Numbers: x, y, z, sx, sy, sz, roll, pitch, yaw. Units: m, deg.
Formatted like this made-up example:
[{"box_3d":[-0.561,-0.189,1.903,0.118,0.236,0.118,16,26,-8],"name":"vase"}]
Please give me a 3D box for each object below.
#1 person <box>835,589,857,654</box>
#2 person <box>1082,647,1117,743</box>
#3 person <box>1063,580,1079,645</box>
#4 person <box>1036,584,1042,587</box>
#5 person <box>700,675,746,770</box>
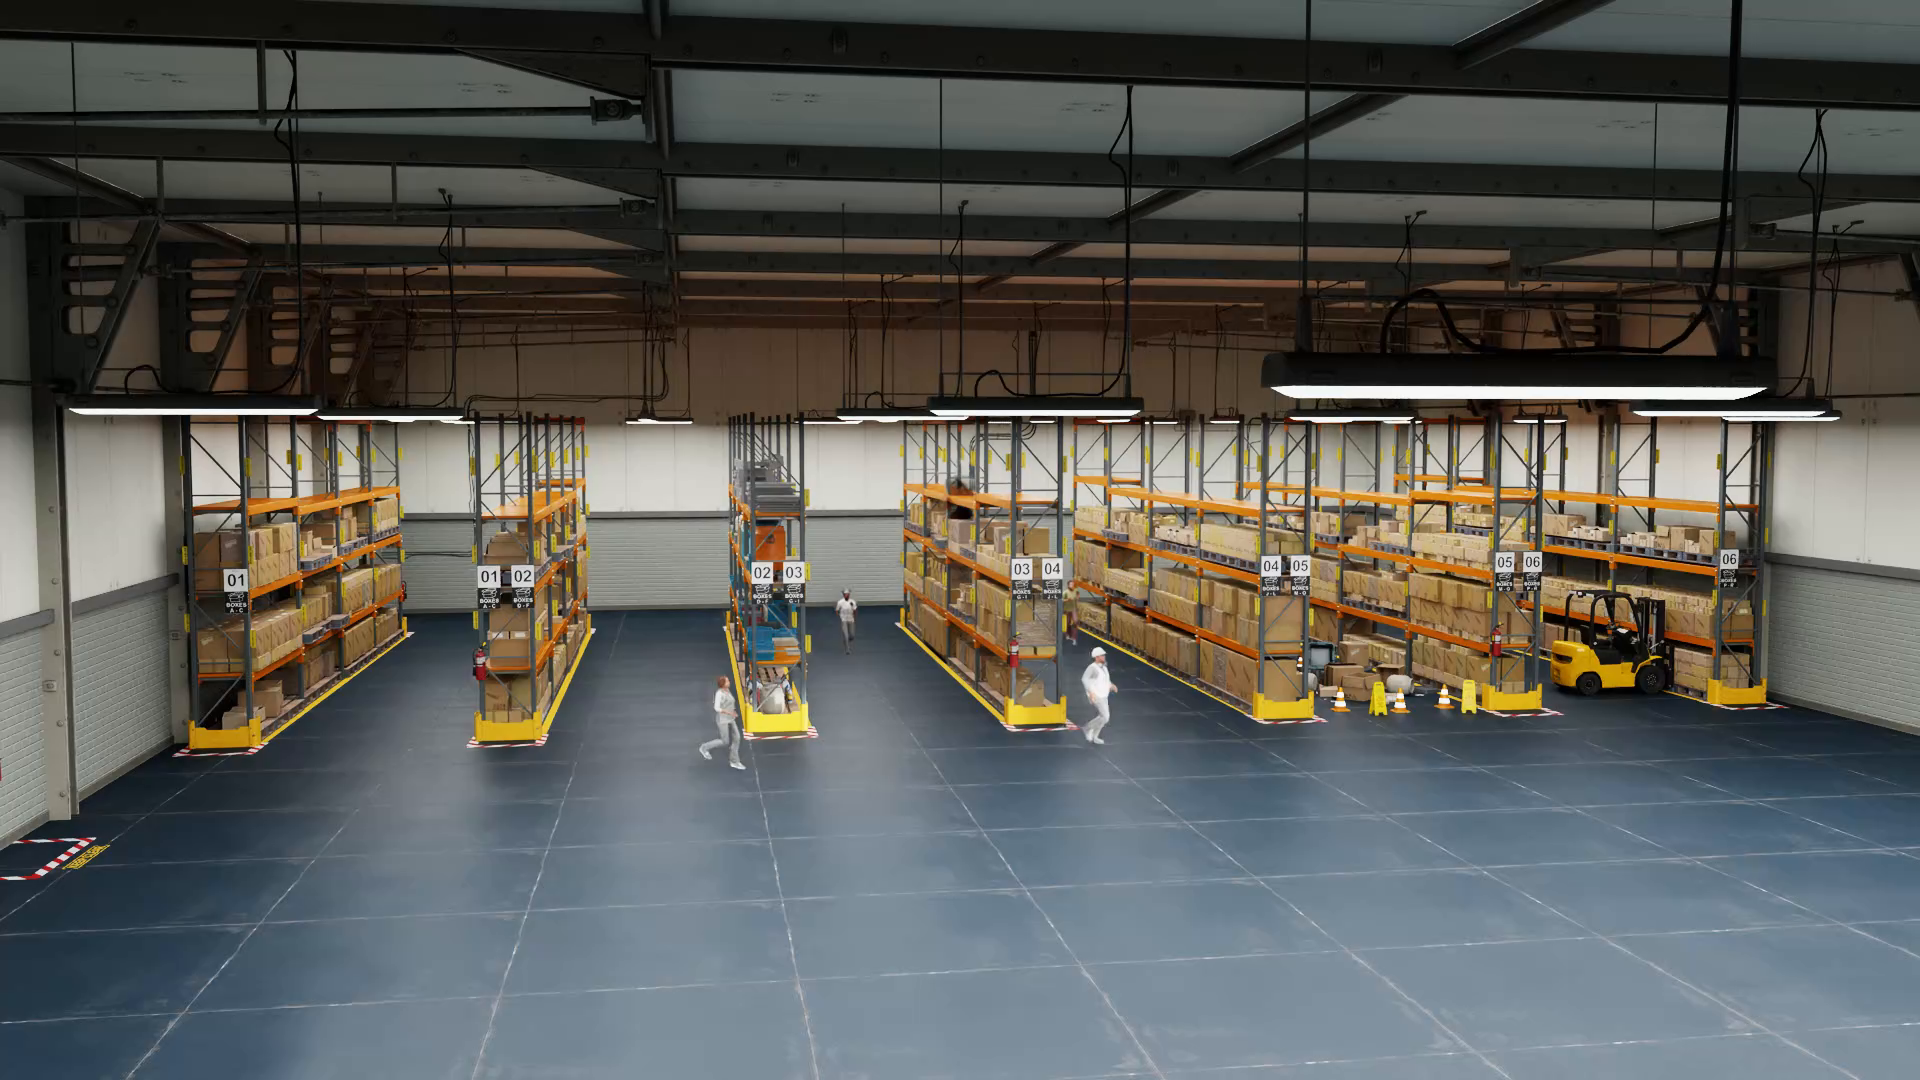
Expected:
[{"box_3d":[-2.868,2.041,41.987,0.562,1.655,0.581,-1,4,-14],"name":"person"},{"box_3d":[2.534,2.811,30.062,0.570,1.740,0.672,2,4,28],"name":"person"},{"box_3d":[2.909,1.913,44.001,0.567,1.729,0.821,-1,4,-8],"name":"person"},{"box_3d":[2.258,1.577,48.891,0.684,1.649,0.533,4,5,43],"name":"person"},{"box_3d":[-3.971,3.051,27.913,0.815,1.584,0.555,1,4,16],"name":"person"}]
